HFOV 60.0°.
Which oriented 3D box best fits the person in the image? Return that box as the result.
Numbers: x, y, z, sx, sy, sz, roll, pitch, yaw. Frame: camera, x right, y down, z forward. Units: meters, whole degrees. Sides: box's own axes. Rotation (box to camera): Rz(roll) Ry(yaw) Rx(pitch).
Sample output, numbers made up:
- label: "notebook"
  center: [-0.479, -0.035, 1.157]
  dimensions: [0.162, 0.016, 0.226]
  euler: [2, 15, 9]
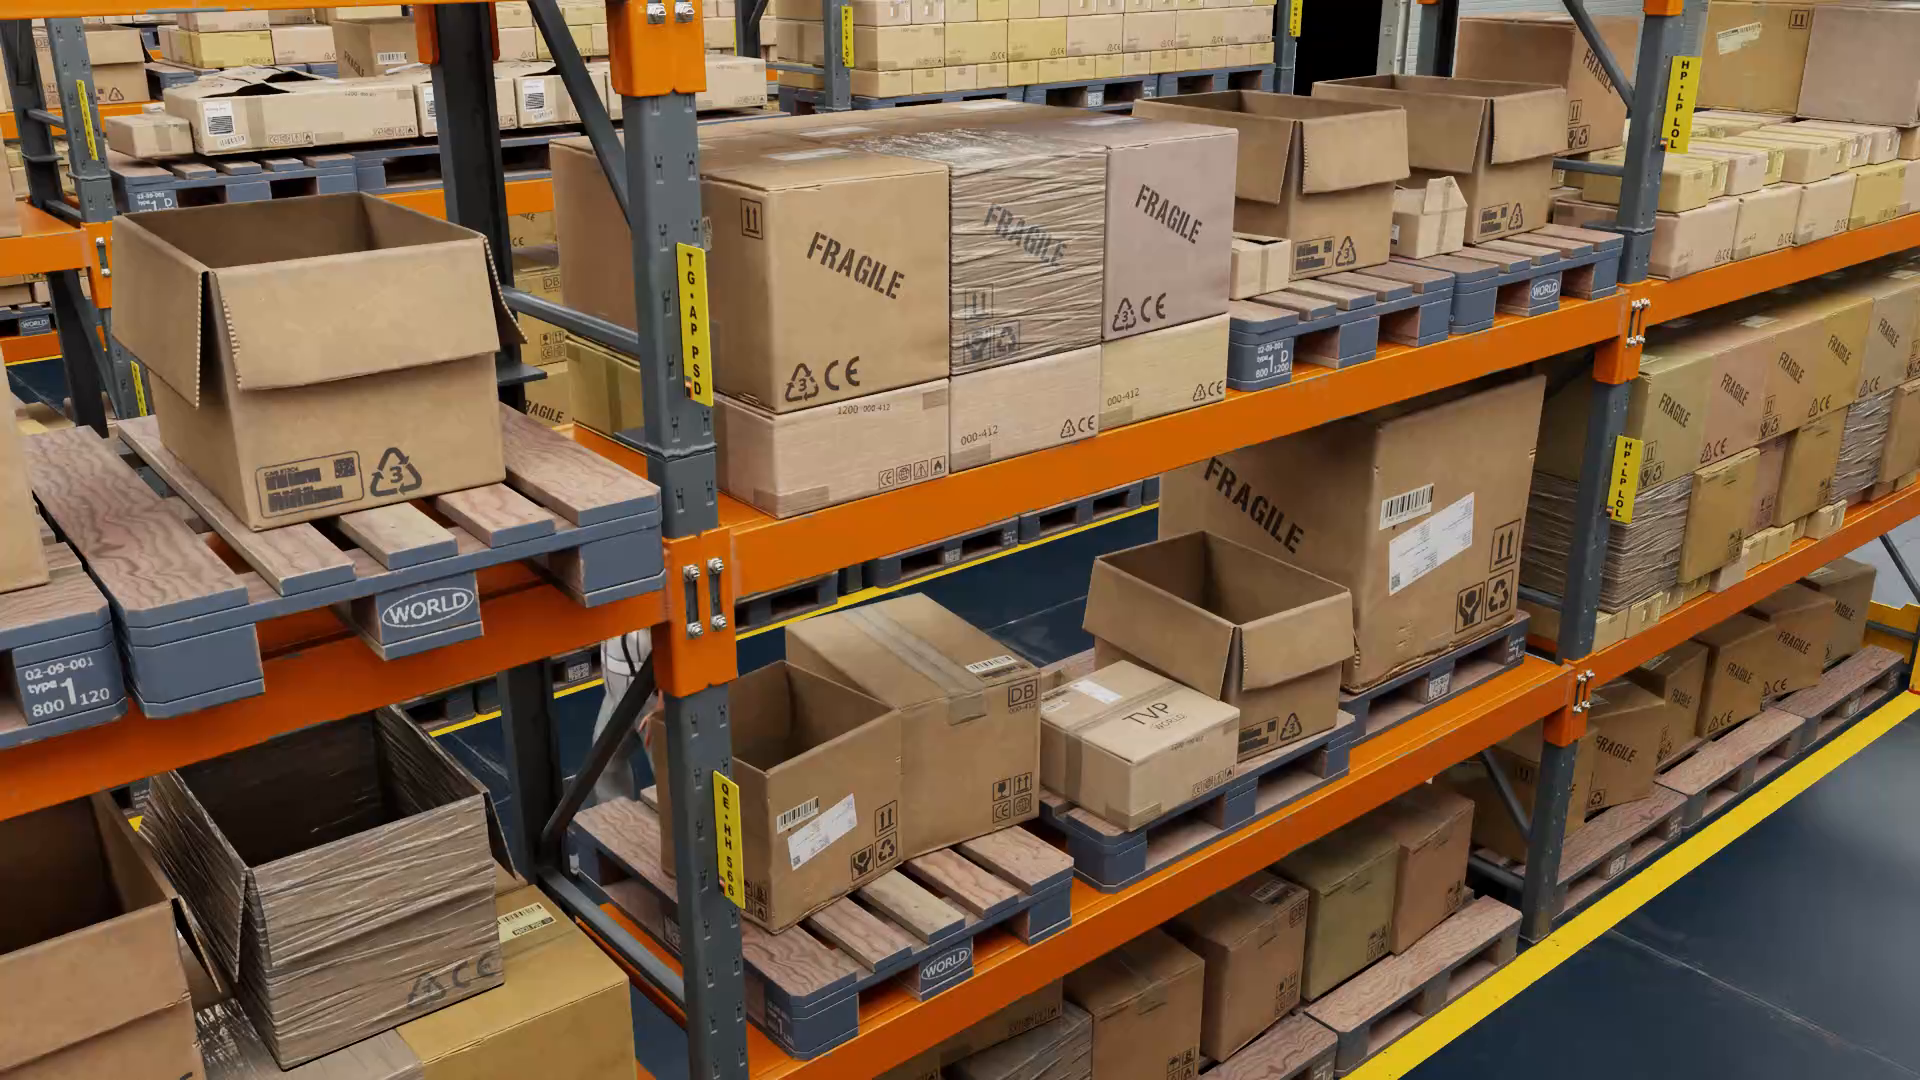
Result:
- label: "person"
  center: [-1.342, 0.638, 7.341]
  dimensions: [0.951, 1.732, 0.548]
  euler: [-14, 25, -32]
